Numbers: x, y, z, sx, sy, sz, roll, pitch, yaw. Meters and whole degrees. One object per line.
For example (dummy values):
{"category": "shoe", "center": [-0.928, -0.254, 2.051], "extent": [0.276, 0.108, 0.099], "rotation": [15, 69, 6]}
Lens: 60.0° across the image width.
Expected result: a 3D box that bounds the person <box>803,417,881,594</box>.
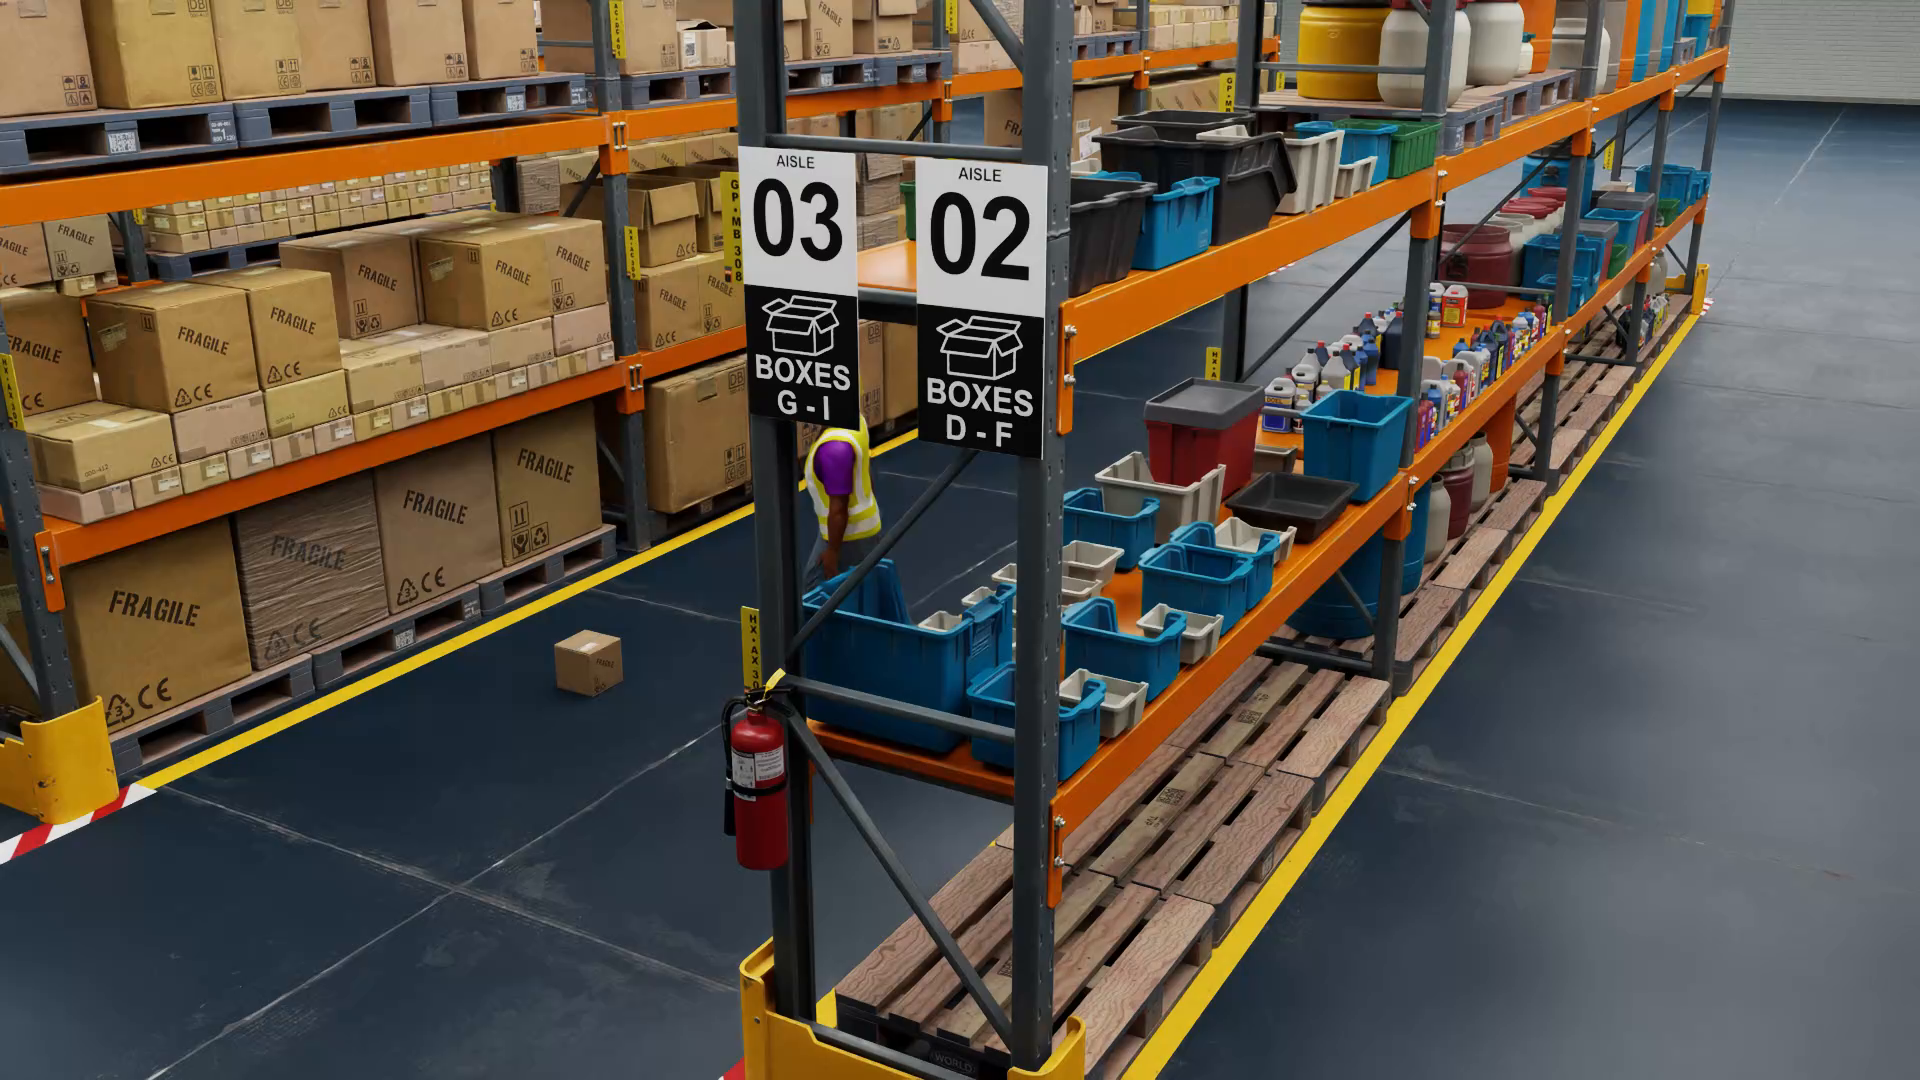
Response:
{"category": "person", "center": [-0.561, -0.081, 8.608], "extent": [0.566, 1.671, 0.602], "rotation": [-1, 19, -3]}
